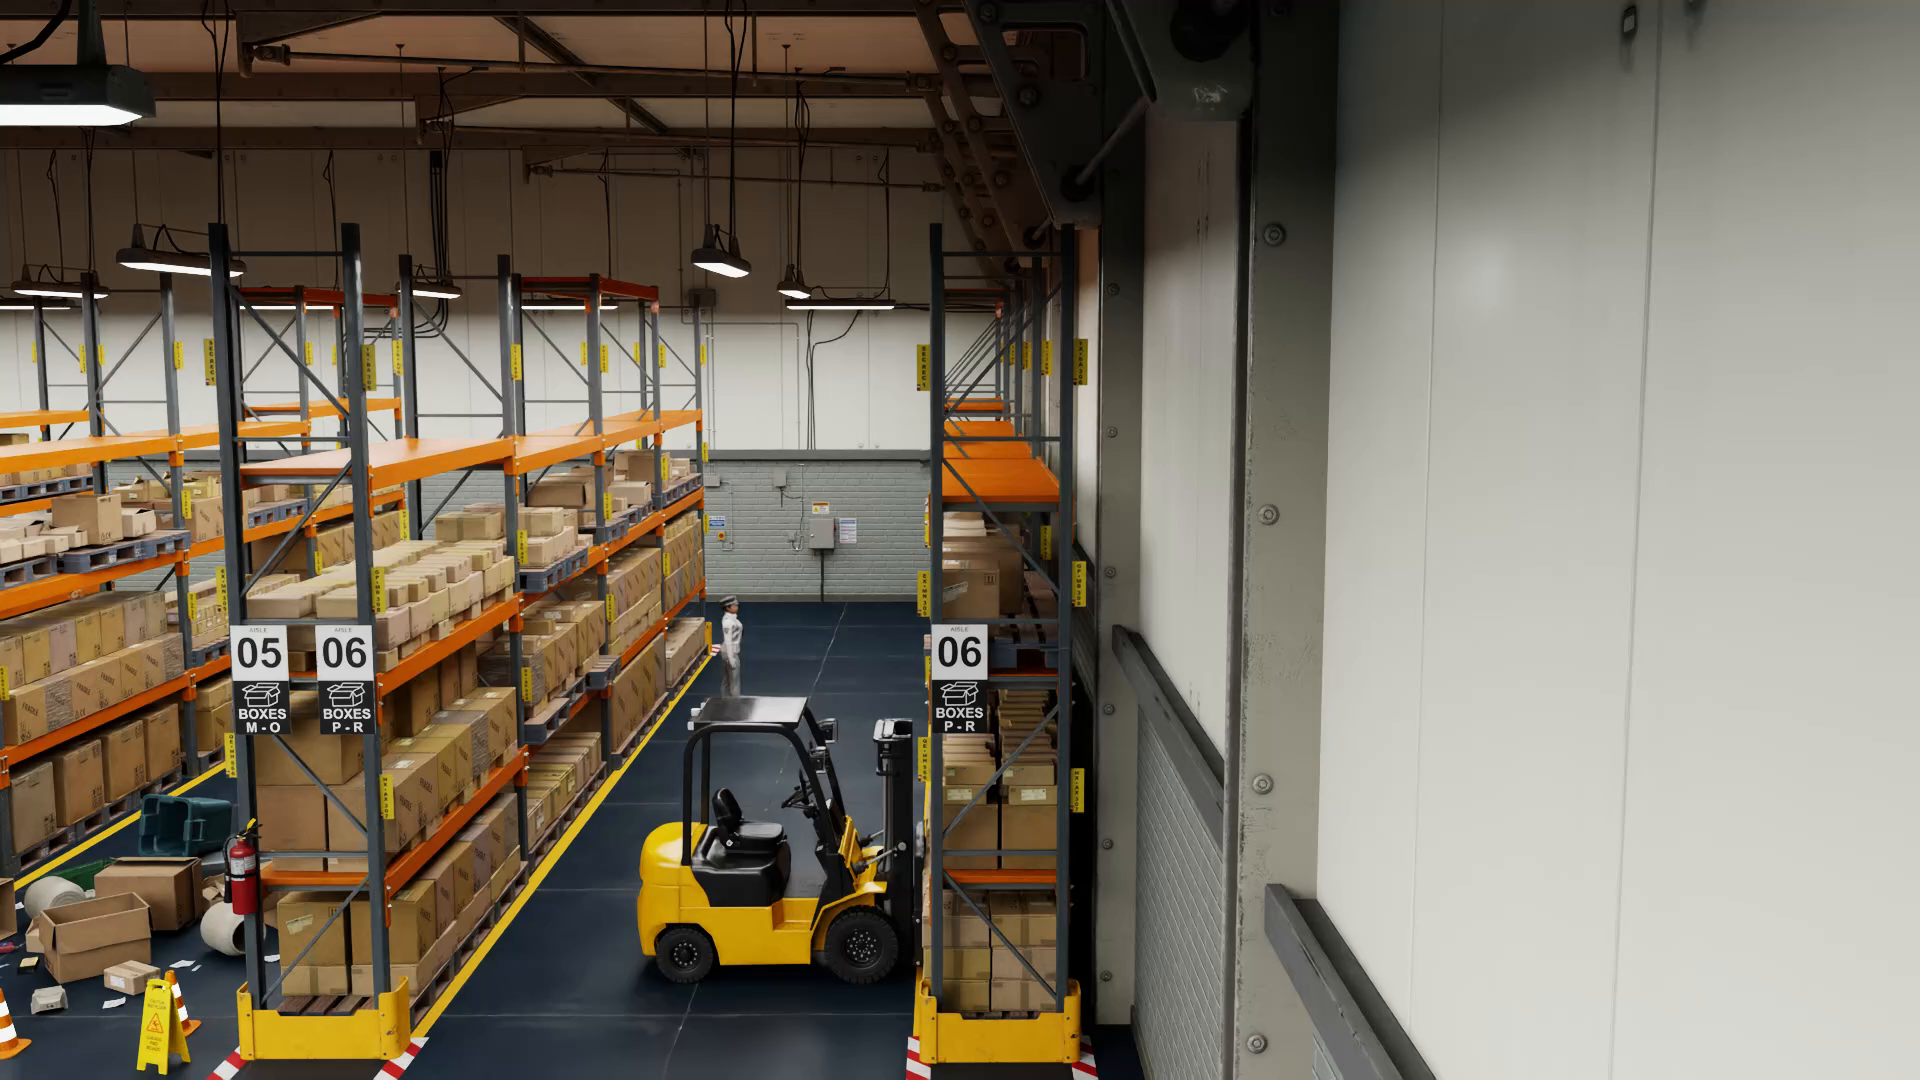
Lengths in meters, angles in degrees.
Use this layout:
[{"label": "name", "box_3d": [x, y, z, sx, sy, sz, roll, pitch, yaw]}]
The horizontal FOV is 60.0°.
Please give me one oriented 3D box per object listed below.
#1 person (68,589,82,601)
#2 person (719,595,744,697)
[{"label": "person", "box_3d": [-13.137, 1.486, 24.760, 0.456, 1.606, 0.929, 1, 7, 4]}, {"label": "person", "box_3d": [-3.150, 1.613, 23.346, 0.479, 1.706, 0.515, -1, 7, -5]}]
